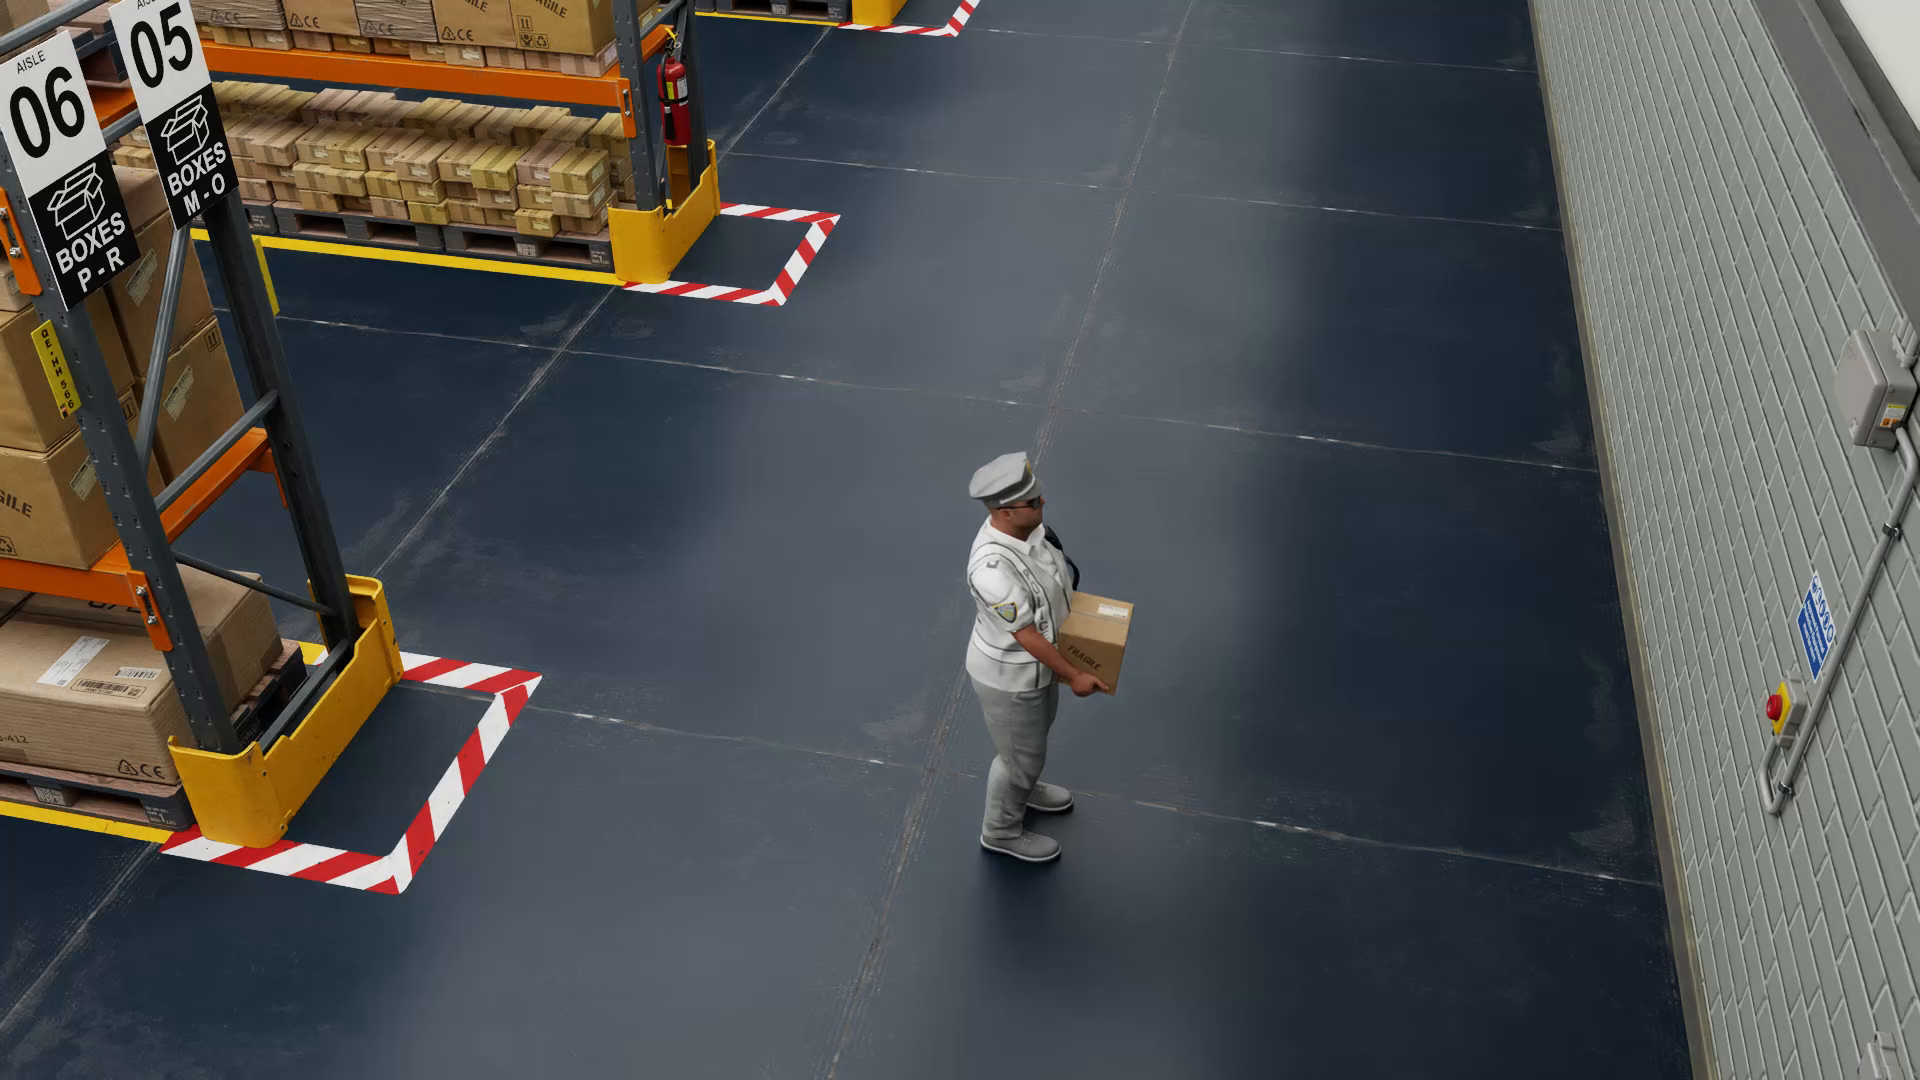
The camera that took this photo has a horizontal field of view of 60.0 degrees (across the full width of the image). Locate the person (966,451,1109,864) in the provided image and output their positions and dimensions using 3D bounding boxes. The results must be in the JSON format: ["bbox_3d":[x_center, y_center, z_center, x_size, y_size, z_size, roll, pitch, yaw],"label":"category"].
[{"bbox_3d":[0.308,0.451,6.327,0.562,1.770,0.495,7,37,10],"label":"person"}]
